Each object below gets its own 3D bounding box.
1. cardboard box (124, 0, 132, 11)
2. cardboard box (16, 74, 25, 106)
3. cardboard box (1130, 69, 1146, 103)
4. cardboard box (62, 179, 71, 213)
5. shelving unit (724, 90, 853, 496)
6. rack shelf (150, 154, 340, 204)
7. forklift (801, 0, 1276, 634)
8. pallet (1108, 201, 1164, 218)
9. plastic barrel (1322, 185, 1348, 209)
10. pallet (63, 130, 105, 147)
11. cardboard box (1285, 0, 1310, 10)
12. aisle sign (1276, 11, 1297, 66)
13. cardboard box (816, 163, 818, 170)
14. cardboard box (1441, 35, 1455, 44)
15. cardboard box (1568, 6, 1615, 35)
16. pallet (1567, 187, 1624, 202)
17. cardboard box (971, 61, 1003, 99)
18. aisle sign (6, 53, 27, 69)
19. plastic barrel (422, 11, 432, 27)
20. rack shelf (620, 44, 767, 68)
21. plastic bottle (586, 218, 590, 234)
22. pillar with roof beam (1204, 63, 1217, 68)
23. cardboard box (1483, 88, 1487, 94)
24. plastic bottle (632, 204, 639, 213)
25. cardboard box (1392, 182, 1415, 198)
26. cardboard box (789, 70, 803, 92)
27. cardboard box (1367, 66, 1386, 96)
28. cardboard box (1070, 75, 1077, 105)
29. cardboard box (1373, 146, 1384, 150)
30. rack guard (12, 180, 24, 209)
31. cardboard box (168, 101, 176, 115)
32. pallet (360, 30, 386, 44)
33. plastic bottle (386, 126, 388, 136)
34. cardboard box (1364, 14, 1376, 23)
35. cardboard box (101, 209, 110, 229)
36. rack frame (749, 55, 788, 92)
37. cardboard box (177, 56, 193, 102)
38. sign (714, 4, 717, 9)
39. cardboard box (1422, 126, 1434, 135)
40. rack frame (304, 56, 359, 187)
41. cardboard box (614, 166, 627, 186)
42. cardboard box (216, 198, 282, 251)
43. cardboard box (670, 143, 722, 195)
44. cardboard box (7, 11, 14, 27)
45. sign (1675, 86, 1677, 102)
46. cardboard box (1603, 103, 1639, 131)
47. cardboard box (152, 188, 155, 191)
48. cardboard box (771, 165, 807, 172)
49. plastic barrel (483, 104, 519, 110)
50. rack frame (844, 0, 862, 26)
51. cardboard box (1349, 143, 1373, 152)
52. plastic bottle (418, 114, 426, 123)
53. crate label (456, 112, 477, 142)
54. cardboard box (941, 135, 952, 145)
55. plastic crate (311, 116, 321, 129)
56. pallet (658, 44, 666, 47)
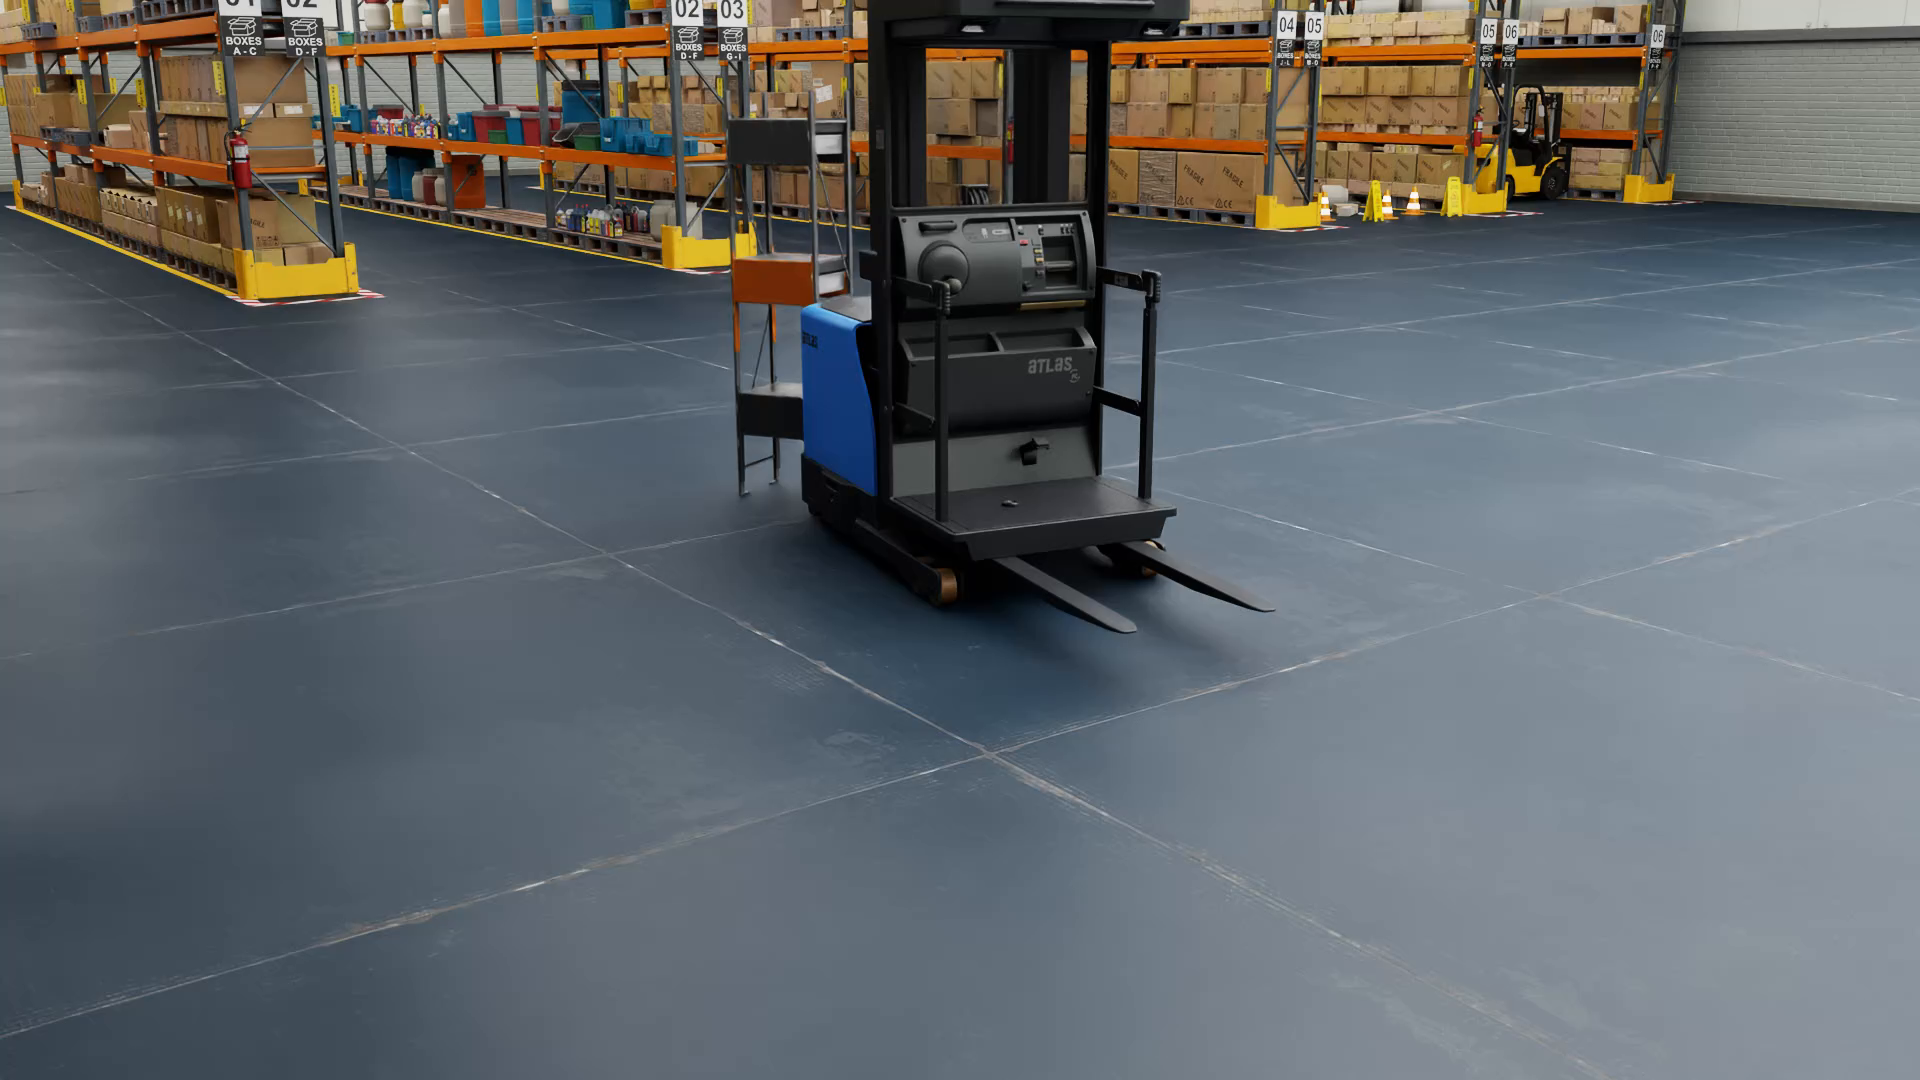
[{"bbox_3d":[-10.415,-6.897,21.399,0.500,0.250,0.500,-13,20,-39],"label":"cardboard box"},{"bbox_3d":[-15.446,-7.533,27.833,0.500,0.500,0.500,-11,19,-35],"label":"cardboard box"},{"bbox_3d":[3.353,-7.597,27.820,0.875,0.550,0.550,-11,19,-35],"label":"cardboard box"},{"bbox_3d":[-13.634,-5.363,25.892,0.500,0.500,0.500,-11,19,-34],"label":"cardboard box"},{"bbox_3d":[-0.878,-1.274,8.739,0.503,2.100,0.431,7,16,24],"label":"shelving unit"},{"bbox_3d":[-8.165,-4.128,18.839,1.077,0.370,4.000,-11,19,-35],"label":"rack shelf"},{"bbox_3d":[0.261,-1.264,7.141,1.130,2.935,3.031,-7,17,-24],"label":"forklift"},{"bbox_3d":[3.130,-5.668,28.384,1.003,0.211,1.213,-11,19,-35],"label":"pallet"},{"bbox_3d":[6.603,-6.086,29.512,0.512,0.421,0.421,1,15,4],"label":"plastic barrel"},{"bbox_3d":[-12.148,-5.797,23.939,1.213,0.211,1.003,-11,19,-35],"label":"pallet"},{"bbox_3d":[5.022,-8.245,25.570,0.500,0.250,0.500,-11,19,-35],"label":"cardboard box"},{"bbox_3d":[4.897,-7.525,24.964,0.394,0.787,0.004,-11,19,-35],"label":"aisle sign"},{"bbox_3d":[-2.975,-8.115,36.084,0.380,0.149,0.250,-10,18,-33],"label":"cardboard box"},{"bbox_3d":[8.434,-8.529,28.351,0.380,0.149,0.250,-11,19,-34],"label":"cardboard box"},{"bbox_3d":[12.077,-9.931,31.822,0.700,0.500,0.500,-11,19,-34],"label":"cardboard box"},{"bbox_3d":[12.572,-6.706,32.177,1.003,0.211,1.213,-11,19,-35],"label":"pallet"},{"bbox_3d":[0.503,-6.338,22.903,0.500,0.500,0.500,-11,19,-35],"label":"cardboard box"},{"bbox_3d":[-16.674,-8.687,29.210,0.394,0.787,0.004,-11,19,-35],"label":"aisle sign"},{"bbox_3d":[-8.433,-8.313,26.551,0.301,0.262,0.301,0,15,0],"label":"plastic barrel"},{"bbox_3d":[-4.853,-8.820,30.299,1.077,0.370,4.000,-11,19,-35],"label":"rack shelf"},{"bbox_3d":[-4.934,-4.191,22.175,0.097,0.201,0.097,0,15,0],"label":"plastic bottle"},{"bbox_3d":[2.837,-12.970,38.420,9.100,9.000,0.400,-11,19,-35],"label":"pillar with roof beam"},{"bbox_3d":[10.651,-9.139,33.802,0.380,0.149,0.250,-10,18,-33],"label":"cardboard box"},{"bbox_3d":[-4.417,-4.402,22.661,0.144,0.351,0.185,-11,19,-35],"label":"plastic bottle"},{"bbox_3d":[8.051,-6.242,29.613,0.500,0.250,0.500,-11,19,-34],"label":"cardboard box"},{"bbox_3d":[-3.368,-9.957,36.126,0.500,0.500,0.500,-12,19,-36],"label":"cardboard box"},{"bbox_3d":[7.710,-8.202,29.715,0.700,0.500,0.500,-11,19,-35],"label":"cardboard box"},{"bbox_3d":[2.145,-7.932,29.292,0.700,0.500,0.500,-11,19,-35],"label":"cardboard box"},{"bbox_3d":[9.494,-8.242,36.211,0.875,0.625,0.625,-12,19,-37],"label":"cardboard box"},{"bbox_3d":[-16.352,-6.242,29.937,1.175,0.500,0.348,-11,19,-35],"label":"rack guard"},{"bbox_3d":[-9.038,-5.067,19.490,0.380,0.149,0.250,-11,19,-36],"label":"cardboard box"},{"bbox_3d":[-9.496,-8.582,28.425,1.213,0.211,1.003,-11,19,-35],"label":"pallet"},{"bbox_3d":[-9.696,-6.976,28.257,0.097,0.201,0.097,0,15,0],"label":"plastic bottle"},{"bbox_3d":[7.422,-9.300,29.655,0.380,0.149,0.250,-11,19,-35],"label":"cardboard box"},{"bbox_3d":[-11.622,-4.475,23.157,0.500,0.250,0.500,-11,19,-35],"label":"cardboard box"},{"bbox_3d":[-4.310,-9.749,38.015,1.000,3.000,0.127,-11,19,-35],"label":"rack frame"},{"bbox_3d":[-8.483,-5.267,18.992,0.700,0.500,0.500,-11,19,-35],"label":"cardboard box"},{"bbox_3d":[-4.131,-8.943,28.257,0.100,0.325,0.005,-11,19,-35],"label":"sign"},{"bbox_3d":[8.277,-7.143,28.969,0.380,0.149,0.250,-11,19,-35],"label":"cardboard box"},{"bbox_3d":[-12.387,-8.232,32.473,1.000,3.000,0.127,-11,19,-35],"label":"rack frame"},{"bbox_3d":[-6.353,-7.478,32.946,0.875,0.875,0.875,-11,19,-35],"label":"cardboard box"},{"bbox_3d":[-7.545,-3.354,17.642,0.500,0.500,0.500,-11,19,-35],"label":"cardboard box"},{"bbox_3d":[-4.584,-6.813,30.515,1.225,0.875,0.875,-11,19,-34],"label":"cardboard box"},{"bbox_3d":[-15.427,-8.609,27.503,0.500,0.250,0.500,-11,19,-35],"label":"cardboard box"},{"bbox_3d":[13.508,-8.435,31.422,0.100,0.325,0.005,-11,19,-35],"label":"sign"},{"bbox_3d":[12.554,-8.007,31.458,0.500,0.500,0.500,-11,19,-36],"label":"cardboard box"},{"bbox_3d":[-10.875,-4.719,22.988,0.500,0.311,0.500,-11,19,-35],"label":"cardboard box"},{"bbox_3d":[-2.939,-6.411,28.299,0.500,0.250,0.500,-8,17,-28],"label":"cardboard box"},{"bbox_3d":[-7.166,-6.538,26.023,0.600,0.536,0.708,-11,19,-35],"label":"plastic barrel"},{"bbox_3d":[-1.325,-9.332,25.127,1.000,3.000,0.127,-11,19,-35],"label":"rack frame"},{"bbox_3d":[7.308,-7.157,30.309,0.380,0.149,0.250,-10,18,-31],"label":"cardboard box"},{"bbox_3d":[-9.238,-7.147,28.601,0.144,0.351,0.185,-11,19,-35],"label":"plastic bottle"},{"bbox_3d":[-7.318,-6.287,25.298,0.502,0.435,0.616,-11,19,-35],"label":"crate label"},{"bbox_3d":[-0.056,-5.757,23.903,0.380,0.149,0.250,-11,19,-35],"label":"cardboard box"},{"bbox_3d":[-12.121,-7.936,31.594,0.416,0.233,0.300,-11,19,-35],"label":"plastic crate"},{"bbox_3d":[-4.759,-9.016,30.012,1.003,0.211,1.213,-10,18,-32],"label":"pallet"}]
